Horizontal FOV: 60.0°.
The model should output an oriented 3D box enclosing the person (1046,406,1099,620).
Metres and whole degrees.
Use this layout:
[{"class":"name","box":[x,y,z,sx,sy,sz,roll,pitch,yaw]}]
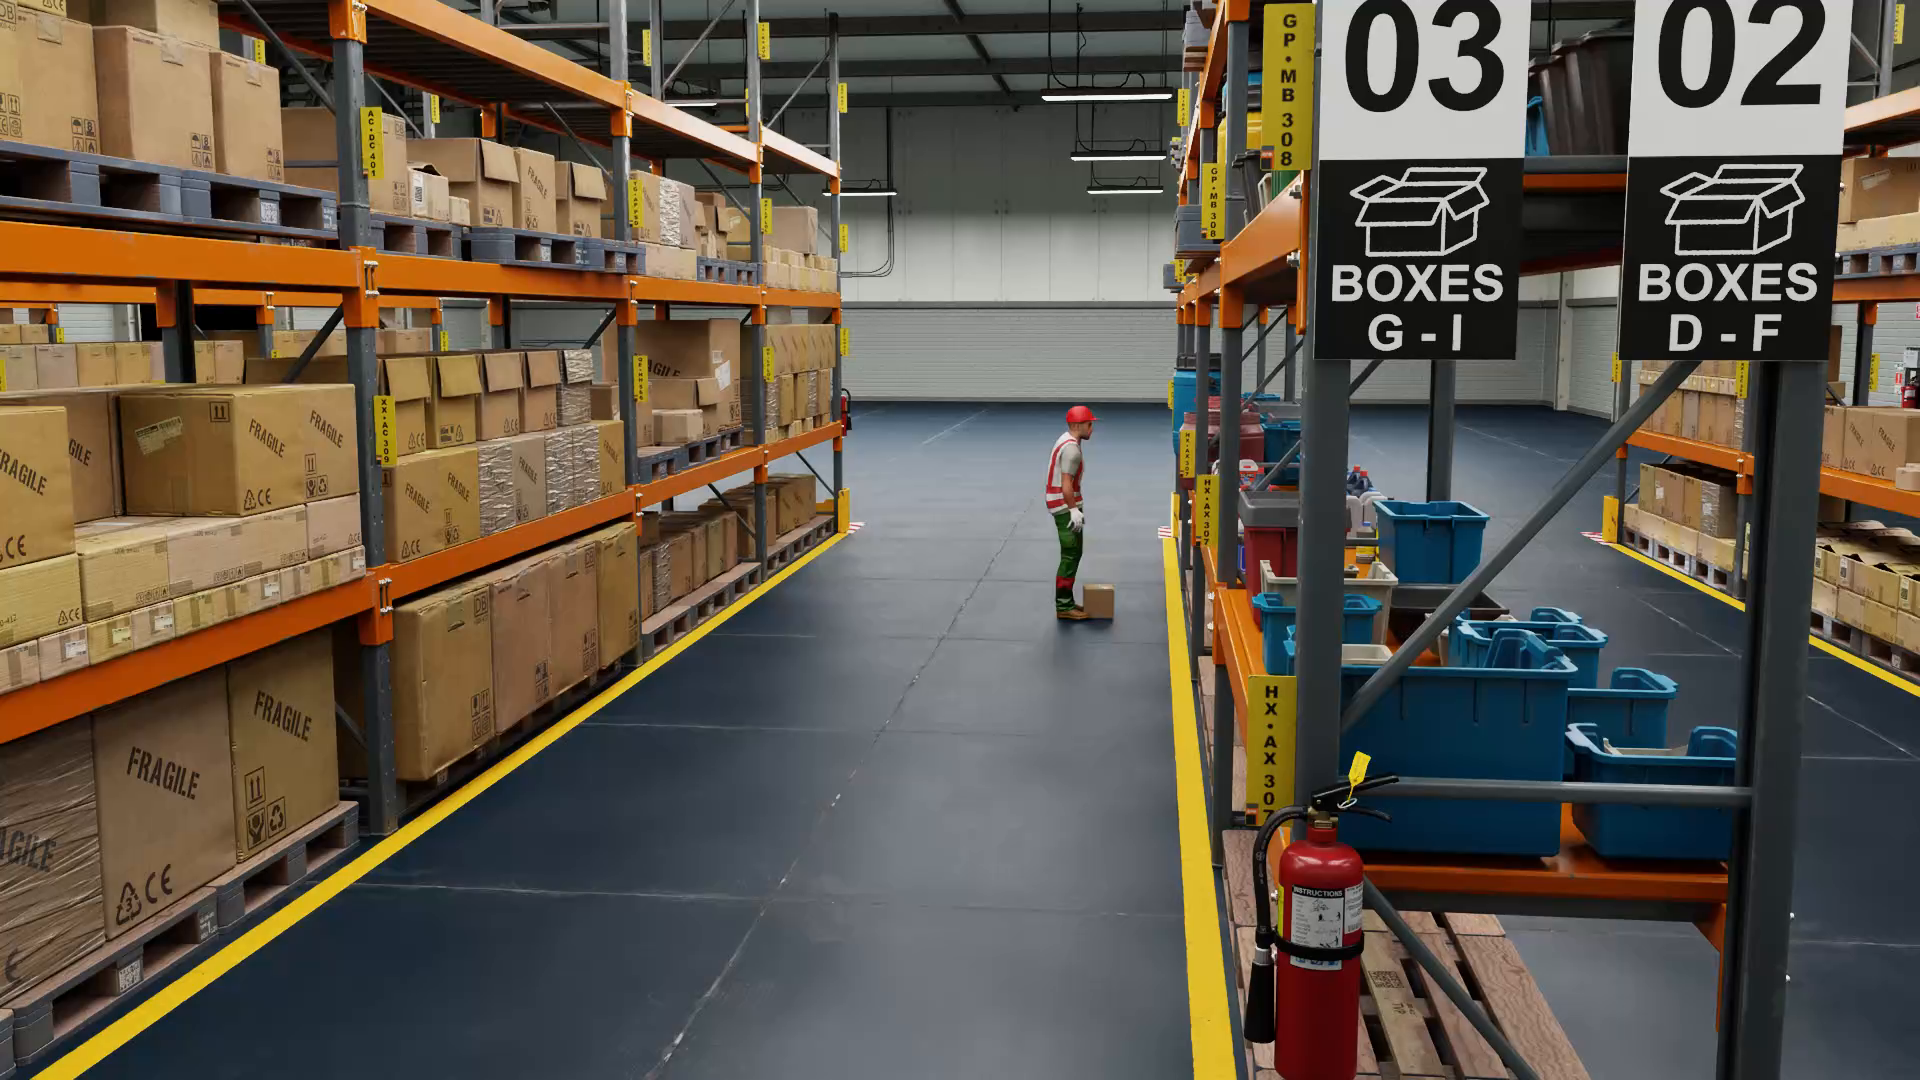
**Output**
[{"class":"person","box":[0.950,-0.242,14.067,0.446,1.780,0.623,1,8,4]}]
